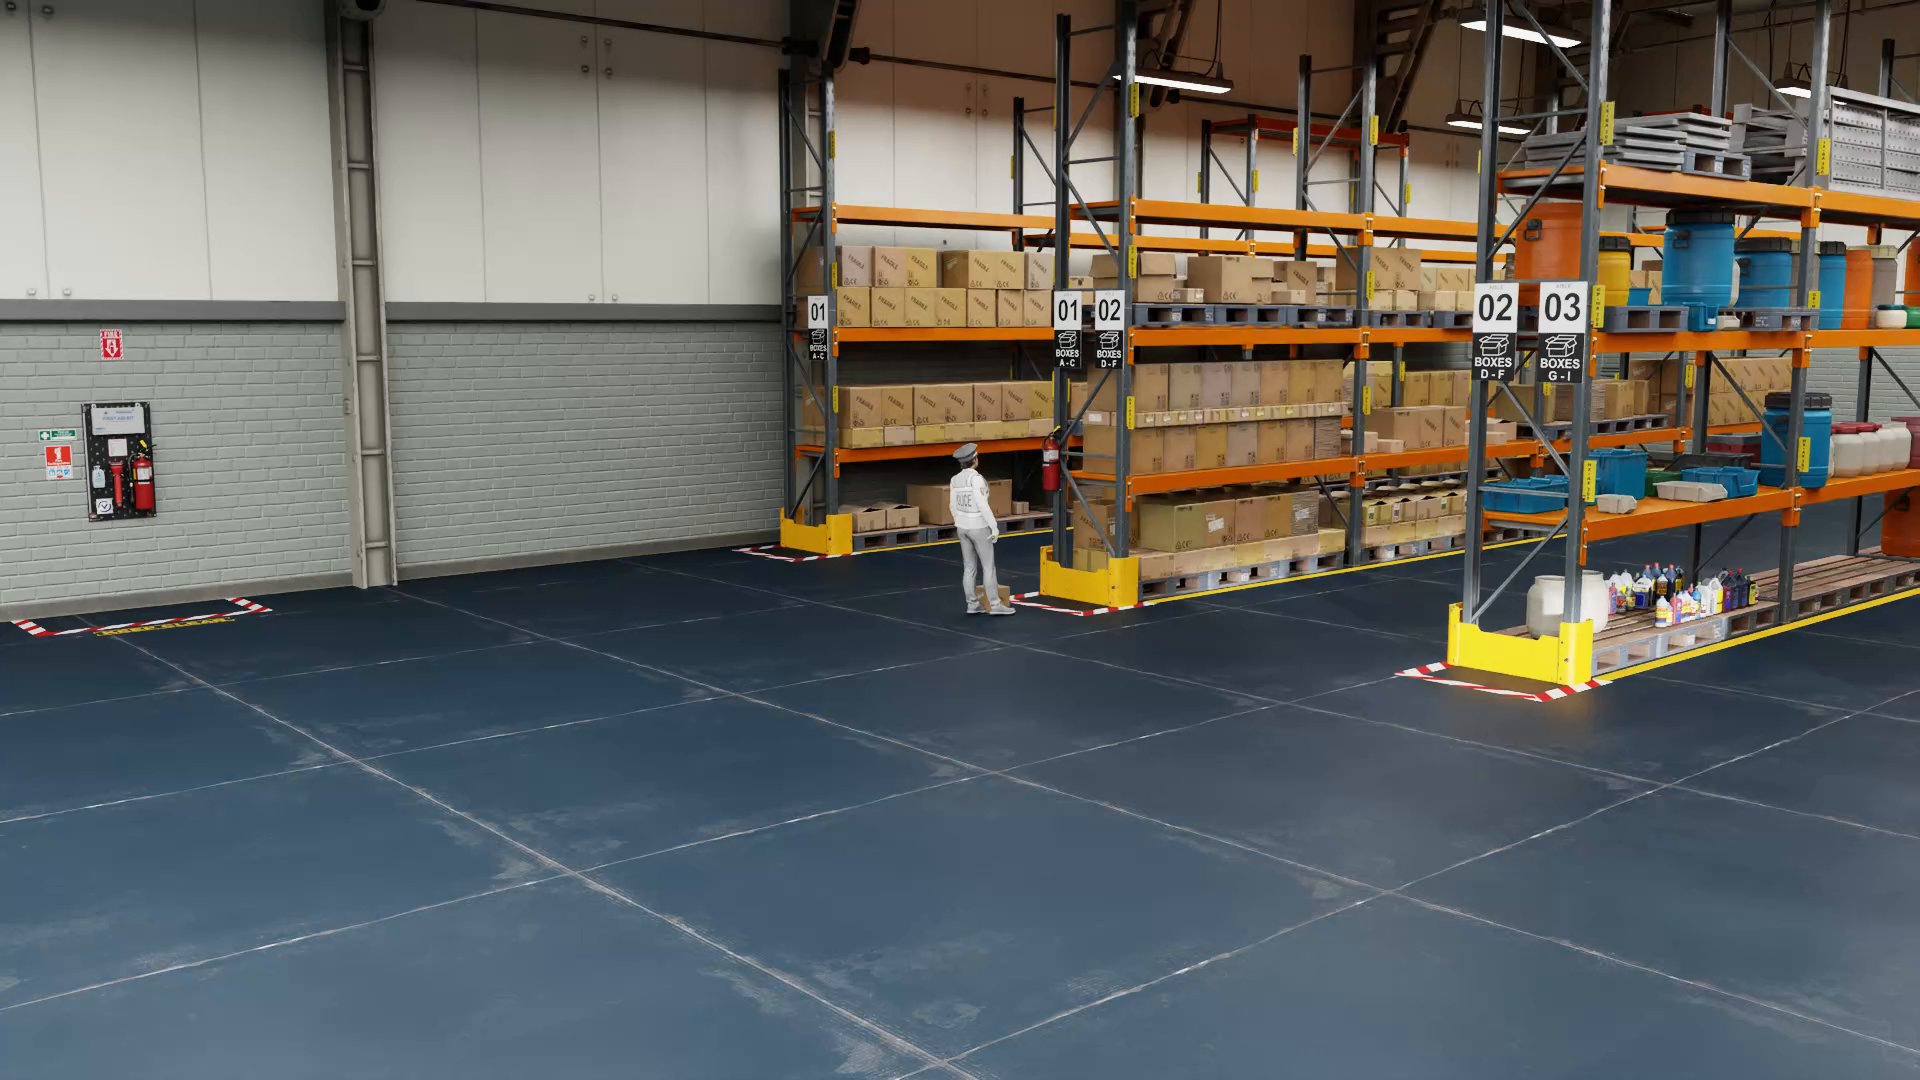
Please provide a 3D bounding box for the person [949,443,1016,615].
[{"bbox_3d":[0.189,-0.114,16.454,0.529,1.694,0.587,-7,10,-41],"label":"person"}]
